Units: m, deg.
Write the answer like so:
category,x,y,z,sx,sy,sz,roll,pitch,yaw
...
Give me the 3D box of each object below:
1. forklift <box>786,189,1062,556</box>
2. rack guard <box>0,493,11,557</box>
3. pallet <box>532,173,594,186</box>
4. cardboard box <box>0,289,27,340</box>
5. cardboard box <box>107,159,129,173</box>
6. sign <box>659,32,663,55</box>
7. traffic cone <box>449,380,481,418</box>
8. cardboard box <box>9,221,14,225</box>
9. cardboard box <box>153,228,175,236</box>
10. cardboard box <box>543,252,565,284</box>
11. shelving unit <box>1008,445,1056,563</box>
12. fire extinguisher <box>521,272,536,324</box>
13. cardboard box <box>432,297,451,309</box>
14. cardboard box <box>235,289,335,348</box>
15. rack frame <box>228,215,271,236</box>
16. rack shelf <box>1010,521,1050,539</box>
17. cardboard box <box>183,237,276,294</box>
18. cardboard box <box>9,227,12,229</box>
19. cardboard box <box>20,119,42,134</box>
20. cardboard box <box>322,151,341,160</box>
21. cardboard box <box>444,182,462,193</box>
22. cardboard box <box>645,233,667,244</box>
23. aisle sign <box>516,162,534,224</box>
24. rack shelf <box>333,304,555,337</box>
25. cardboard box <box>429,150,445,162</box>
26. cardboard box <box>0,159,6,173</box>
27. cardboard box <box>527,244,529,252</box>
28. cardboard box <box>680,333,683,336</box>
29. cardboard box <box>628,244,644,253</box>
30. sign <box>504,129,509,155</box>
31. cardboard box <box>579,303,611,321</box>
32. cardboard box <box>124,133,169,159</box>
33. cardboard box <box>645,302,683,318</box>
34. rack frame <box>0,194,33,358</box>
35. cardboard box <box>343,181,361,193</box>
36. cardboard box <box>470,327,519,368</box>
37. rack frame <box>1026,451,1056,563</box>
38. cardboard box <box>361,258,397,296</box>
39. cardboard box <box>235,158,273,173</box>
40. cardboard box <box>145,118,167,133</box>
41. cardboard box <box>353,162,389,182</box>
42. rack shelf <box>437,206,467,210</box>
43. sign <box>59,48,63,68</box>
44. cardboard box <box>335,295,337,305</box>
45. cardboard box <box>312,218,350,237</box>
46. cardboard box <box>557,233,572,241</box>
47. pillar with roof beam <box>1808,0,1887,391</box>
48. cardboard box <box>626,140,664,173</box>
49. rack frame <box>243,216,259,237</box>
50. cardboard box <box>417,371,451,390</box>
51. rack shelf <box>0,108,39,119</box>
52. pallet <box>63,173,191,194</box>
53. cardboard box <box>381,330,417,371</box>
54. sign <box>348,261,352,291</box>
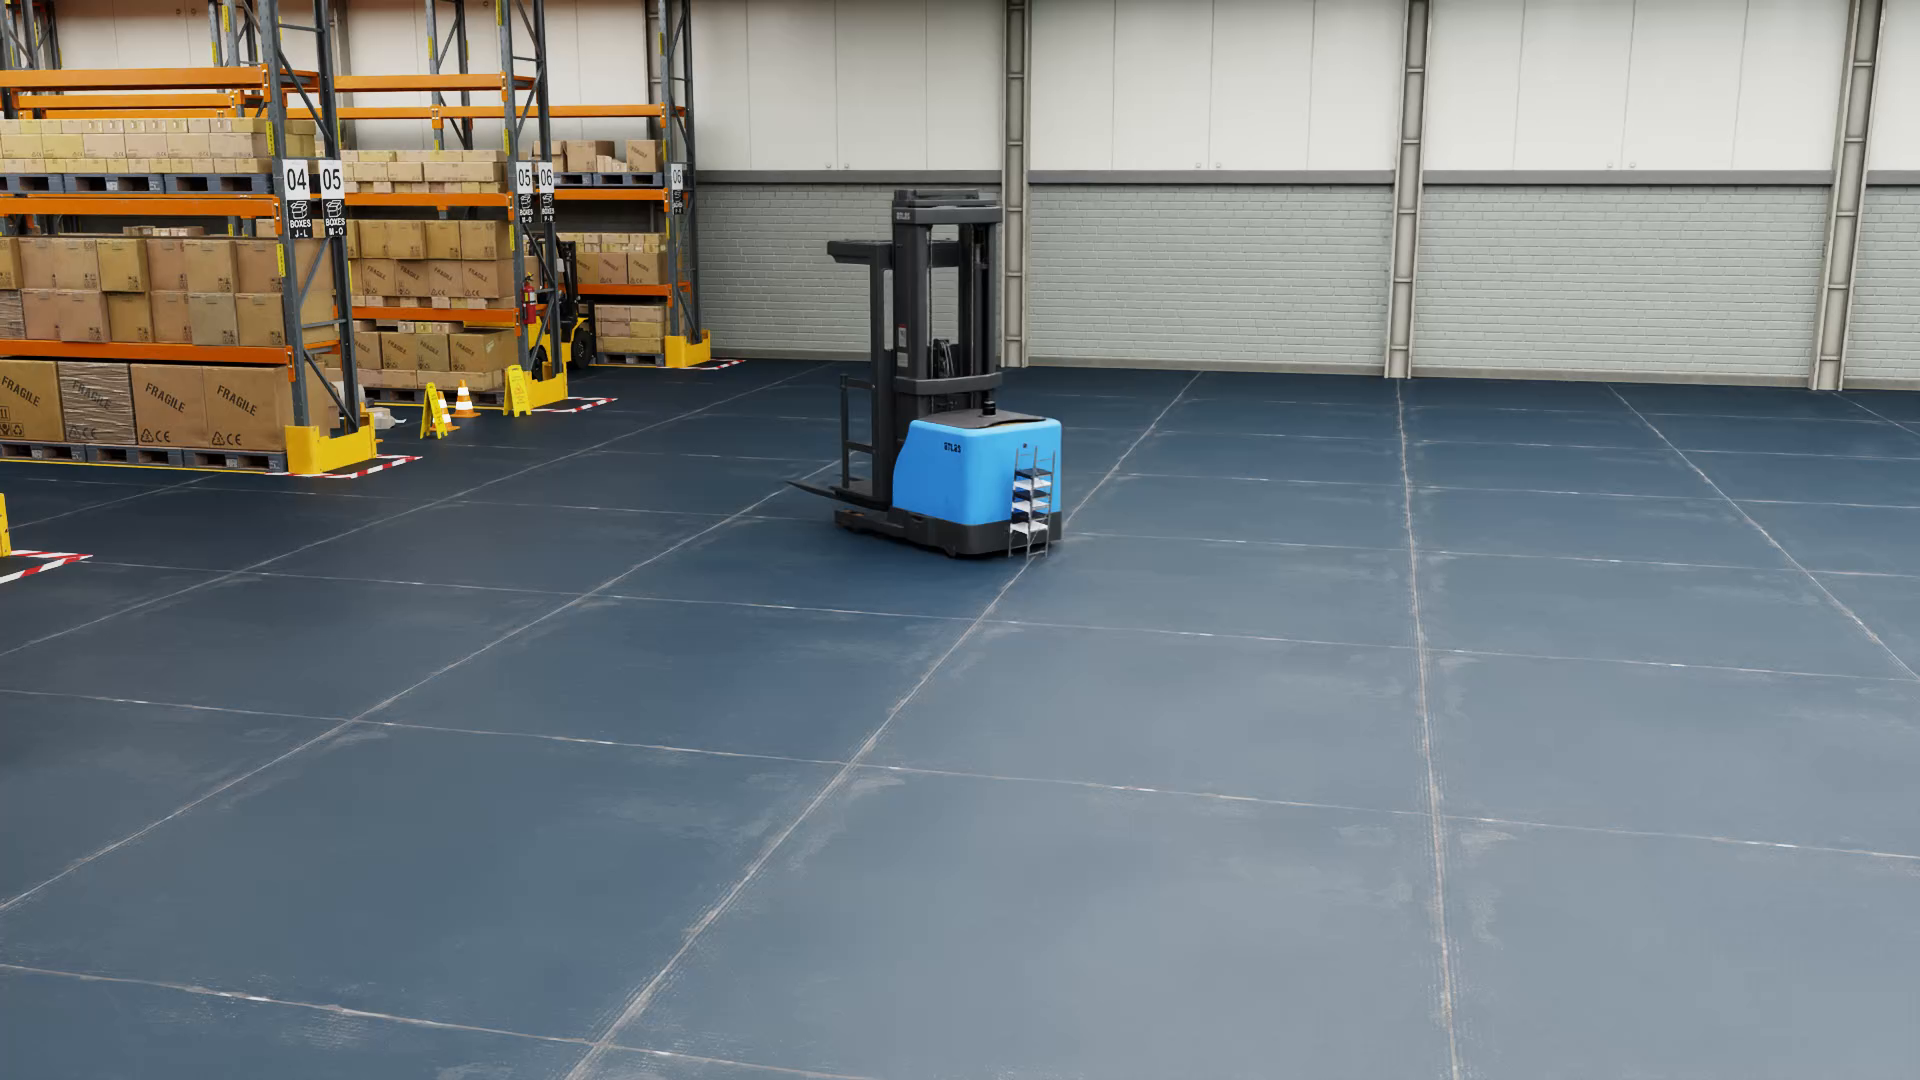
category,x,y,z,sx,sy,sz,roll,pitch,yaw
forklift,-0.452,-1.562,14.505,1.130,2.935,3.031,-10,16,-37
rack guard,-8.113,-0.020,13.168,0.348,0.500,1.175,3,13,14
pallet,-6.348,-5.890,27.136,1.213,0.211,1.003,3,13,14
cardboard box,-10.275,-2.538,18.401,0.550,0.550,0.875,3,13,14
cardboard box,-8.637,-3.895,17.317,0.250,0.149,0.380,3,13,14
sign,-4.623,-7.674,25.708,0.005,0.325,0.100,3,13,14
traffic cone,-6.391,-1.833,21.425,0.334,0.463,0.336,3,13,14
cardboard box,-17.512,-5.558,30.288,0.500,0.500,0.500,3,13,12
cardboard box,-10.995,-4.262,23.134,0.250,0.149,0.380,2,13,11
cardboard box,-6.510,-4.462,27.190,0.500,0.500,0.500,3,13,14
shelving unit,0.581,-0.292,13.437,0.258,0.900,0.210,-11,22,-42
fire extinguisher,-5.664,-3.179,21.817,0.183,0.674,0.296,3,13,14
cardboard box,-6.853,-3.186,22.250,0.250,0.149,0.380,3,13,15
cardboard box,-7.124,-2.357,17.585,0.550,0.550,0.875,3,13,14
rack frame,-12.246,-4.779,28.849,0.127,3.000,1.000,3,13,14
rack shelf,0.567,-0.088,13.497,0.258,0.077,0.200,-11,22,-42
cardboard box,-7.660,-2.911,17.589,0.550,0.550,0.875,3,13,14
cardboard box,-13.997,-4.244,23.898,0.500,0.500,0.500,3,13,12
cardboard box,-9.624,-4.337,17.468,0.250,0.149,0.380,3,13,13
cardboard box,-8.306,-5.129,22.241,0.250,0.149,0.380,3,13,12
cardboard box,-6.578,-4.648,21.915,0.250,0.149,0.380,3,13,15
cardboard box,-4.877,-4.849,26.749,0.250,0.149,0.380,3,13,14
aisle sign,-5.674,-4.525,21.702,0.004,0.787,0.394,3,13,14
rack shelf,-7.607,-3.073,22.818,4.000,0.370,1.077,3,13,14
cardboard box,-6.791,-5.061,21.935,0.250,0.149,0.380,3,13,14
cardboard box,-10.112,-3.974,17.673,0.250,0.149,0.380,3,13,14
cardboard box,-6.880,-4.793,27.182,0.250,0.149,0.380,3,13,12
cardboard box,-4.909,-3.293,27.531,0.500,0.250,0.500,3,13,14
cardboard box,-5.138,-4.696,26.744,0.250,0.149,0.380,3,13,14
sign,-5.817,-5.101,21.330,0.005,0.325,0.100,3,13,14
cardboard box,-5.990,-3.722,27.157,0.500,0.250,0.500,3,13,14
cardboard box,-8.267,-4.083,17.246,0.500,0.250,0.500,3,13,13
cardboard box,-4.901,-3.780,27.414,0.500,0.250,0.500,3,13,13
rack frame,-10.636,-2.481,18.493,0.127,3.000,1.000,3,13,14
cardboard box,-8.074,-4.716,22.220,0.250,0.149,0.380,3,13,12
cardboard box,-6.405,-2.650,22.899,0.500,0.500,0.500,3,13,12
rack frame,0.650,-0.267,13.367,0.240,0.900,0.006,-11,22,-42
cardboard box,-7.715,-3.568,22.474,0.500,0.500,0.500,3,13,14
cardboard box,-7.157,-3.815,16.960,0.250,0.149,0.380,3,13,13
cardboard box,-8.146,-4.258,17.112,0.250,0.149,0.380,3,13,14
cardboard box,-7.710,-4.904,22.147,0.500,0.250,0.500,3,13,14
rack shelf,-10.304,-5.789,28.135,4.000,0.370,1.077,3,13,14
sign,-16.002,-8.566,29.544,0.005,0.325,0.100,3,13,14
cardboard box,-8.298,-3.284,22.691,0.250,0.149,0.380,3,13,13
cardboard box,-8.683,-4.110,22.608,0.500,0.500,0.700,3,13,14
cardboard box,-6.368,-4.927,27.102,0.250,0.149,0.380,3,13,14
pillar with roof beam,11.505,-5.679,19.055,0.400,9.000,9.100,3,13,14
cardboard box,-4.967,-6.103,26.459,0.500,0.500,0.500,3,13,15
rack frame,-9.548,-3.528,23.208,0.127,3.000,1.000,3,13,14
cardboard box,-7.015,-2.197,22.588,0.500,0.250,0.500,3,13,14
rack shelf,-15.374,-6.221,24.083,4.000,0.370,1.077,3,13,14
pallet,-8.664,-3.794,17.689,1.213,0.211,1.003,3,13,14
cardboard box,-7.501,-2.590,22.627,0.500,0.500,0.500,3,13,12
sign,-6.614,-2.851,17.979,0.005,0.325,0.100,3,13,14
